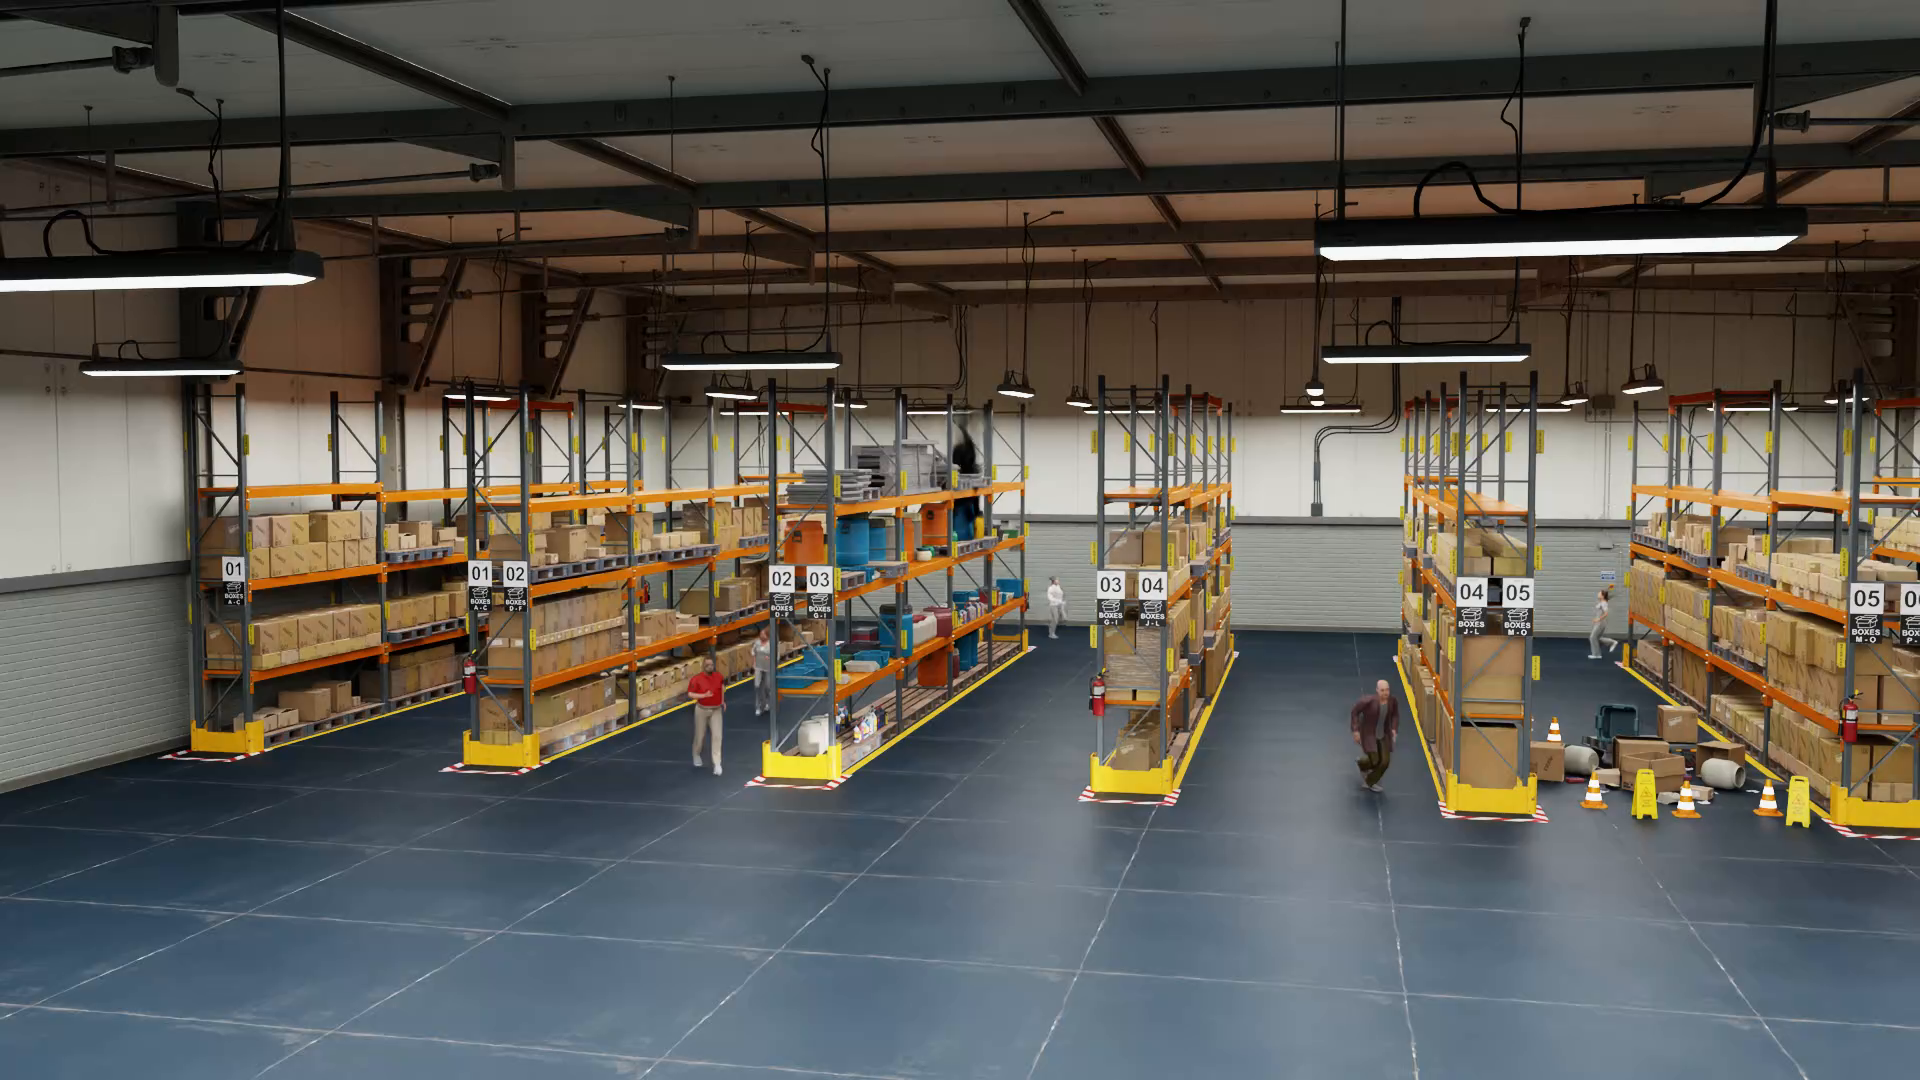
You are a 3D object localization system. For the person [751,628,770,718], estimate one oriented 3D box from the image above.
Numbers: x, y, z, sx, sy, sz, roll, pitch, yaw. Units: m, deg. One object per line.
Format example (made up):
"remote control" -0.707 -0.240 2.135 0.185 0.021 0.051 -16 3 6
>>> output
"person" -3.622 2.460 30.745 0.522 1.622 0.733 0 3 2

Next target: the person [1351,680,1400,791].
"person" 5.978 2.808 24.026 0.709 1.638 0.781 -1 3 -9

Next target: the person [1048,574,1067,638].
"person" 2.527 1.715 43.062 0.529 1.659 0.605 3 4 39

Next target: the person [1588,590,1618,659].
"person" 15.048 1.977 38.879 0.649 1.630 0.578 1 3 19

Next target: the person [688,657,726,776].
"person" -3.871 2.661 25.462 0.650 1.747 0.959 -2 4 -25
